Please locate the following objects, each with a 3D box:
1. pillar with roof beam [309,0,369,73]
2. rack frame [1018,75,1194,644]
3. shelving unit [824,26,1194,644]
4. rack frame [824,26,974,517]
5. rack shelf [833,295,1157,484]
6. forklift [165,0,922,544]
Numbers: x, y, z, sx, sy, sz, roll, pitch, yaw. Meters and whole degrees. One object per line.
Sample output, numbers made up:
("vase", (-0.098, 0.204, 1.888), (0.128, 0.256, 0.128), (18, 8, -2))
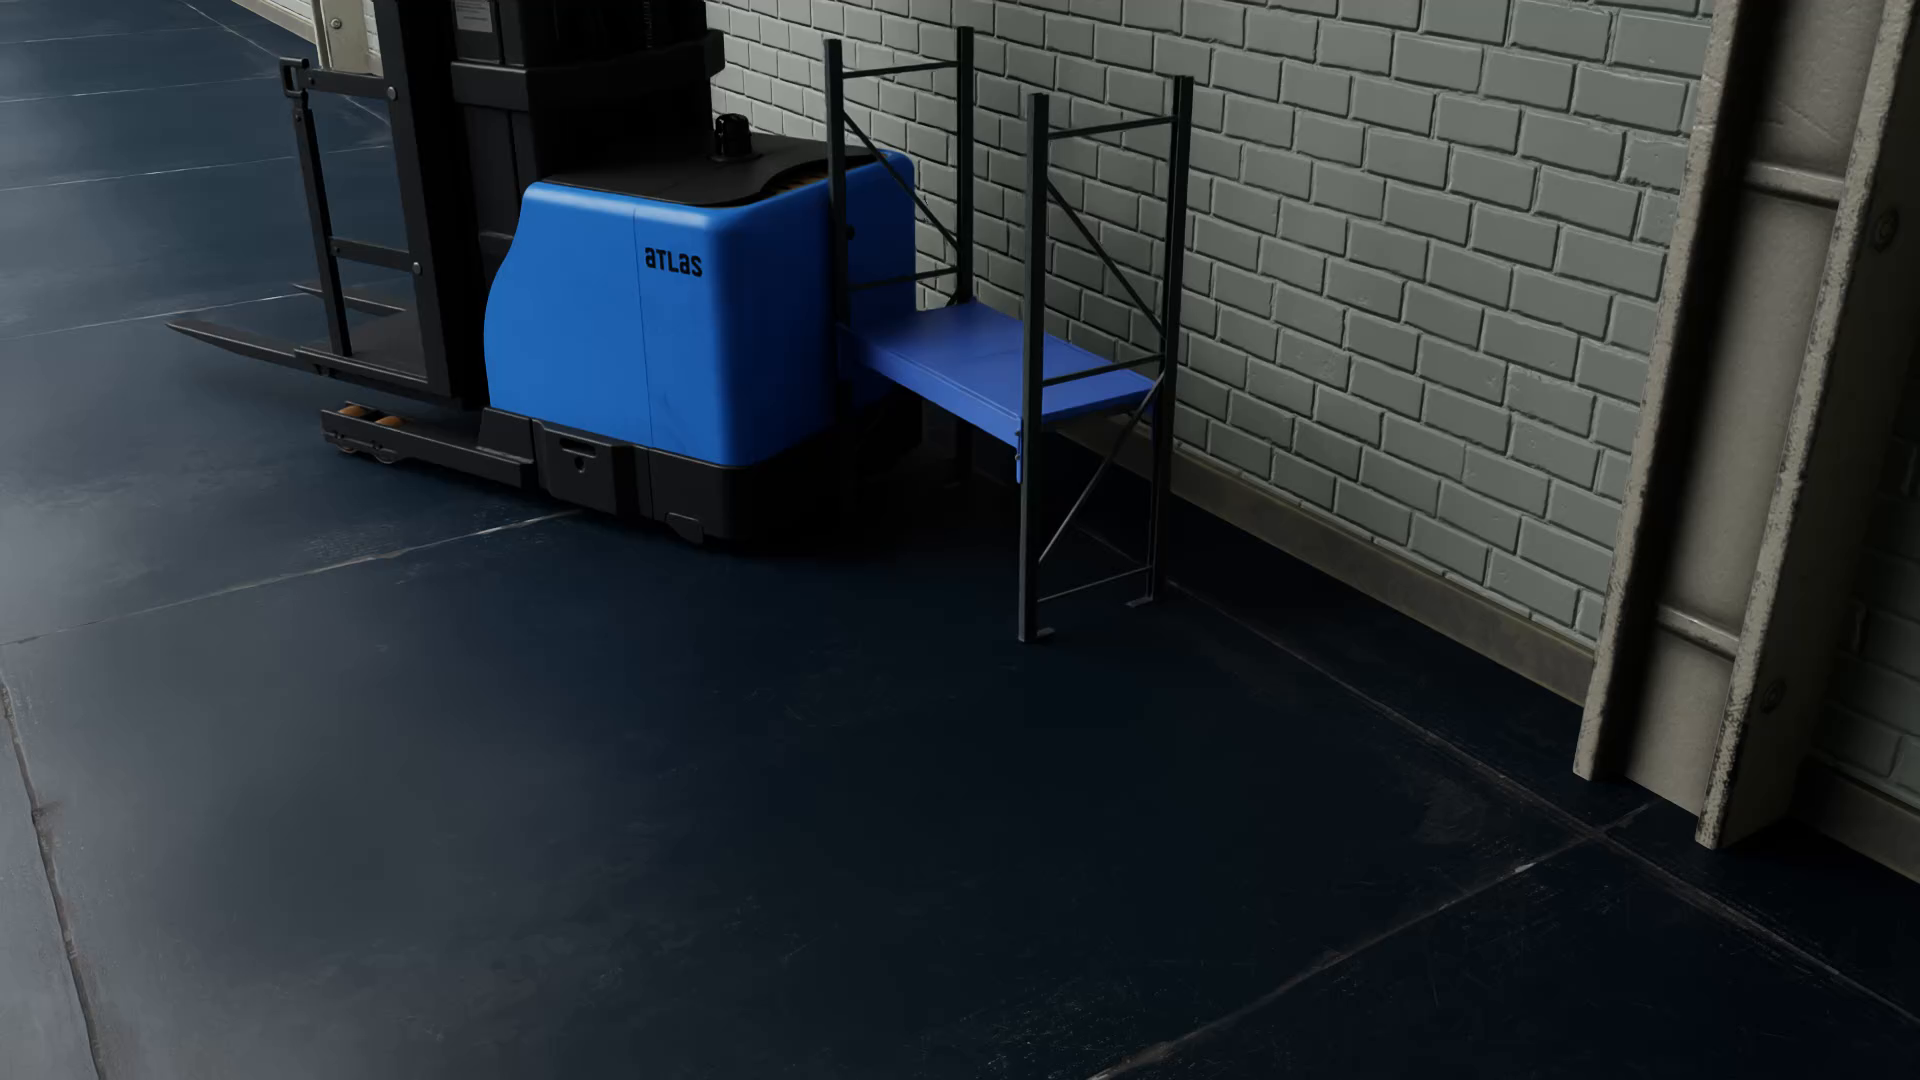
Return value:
("pillar with roof beam", (-8.430, -6.760, 9.029), (9.100, 9.000, 0.400), (-16, 29, -30))
("rack frame", (0.380, -0.452, 4.450), (0.500, 1.500, 0.032), (-16, 29, -30))
("shelving unit", (0.102, -0.634, 4.835), (0.538, 1.500, 1.048), (-16, 29, -30))
("rack frame", (-0.175, -0.815, 5.220), (0.500, 1.500, 0.032), (-16, 29, -30))
("rack shelf", (0.102, -0.471, 4.912), (0.538, 0.185, 1.000), (-16, 29, -30))
("forklift", (-1.660, -1.766, 5.558), (3.031, 2.935, 1.130), (14, 29, 28))
